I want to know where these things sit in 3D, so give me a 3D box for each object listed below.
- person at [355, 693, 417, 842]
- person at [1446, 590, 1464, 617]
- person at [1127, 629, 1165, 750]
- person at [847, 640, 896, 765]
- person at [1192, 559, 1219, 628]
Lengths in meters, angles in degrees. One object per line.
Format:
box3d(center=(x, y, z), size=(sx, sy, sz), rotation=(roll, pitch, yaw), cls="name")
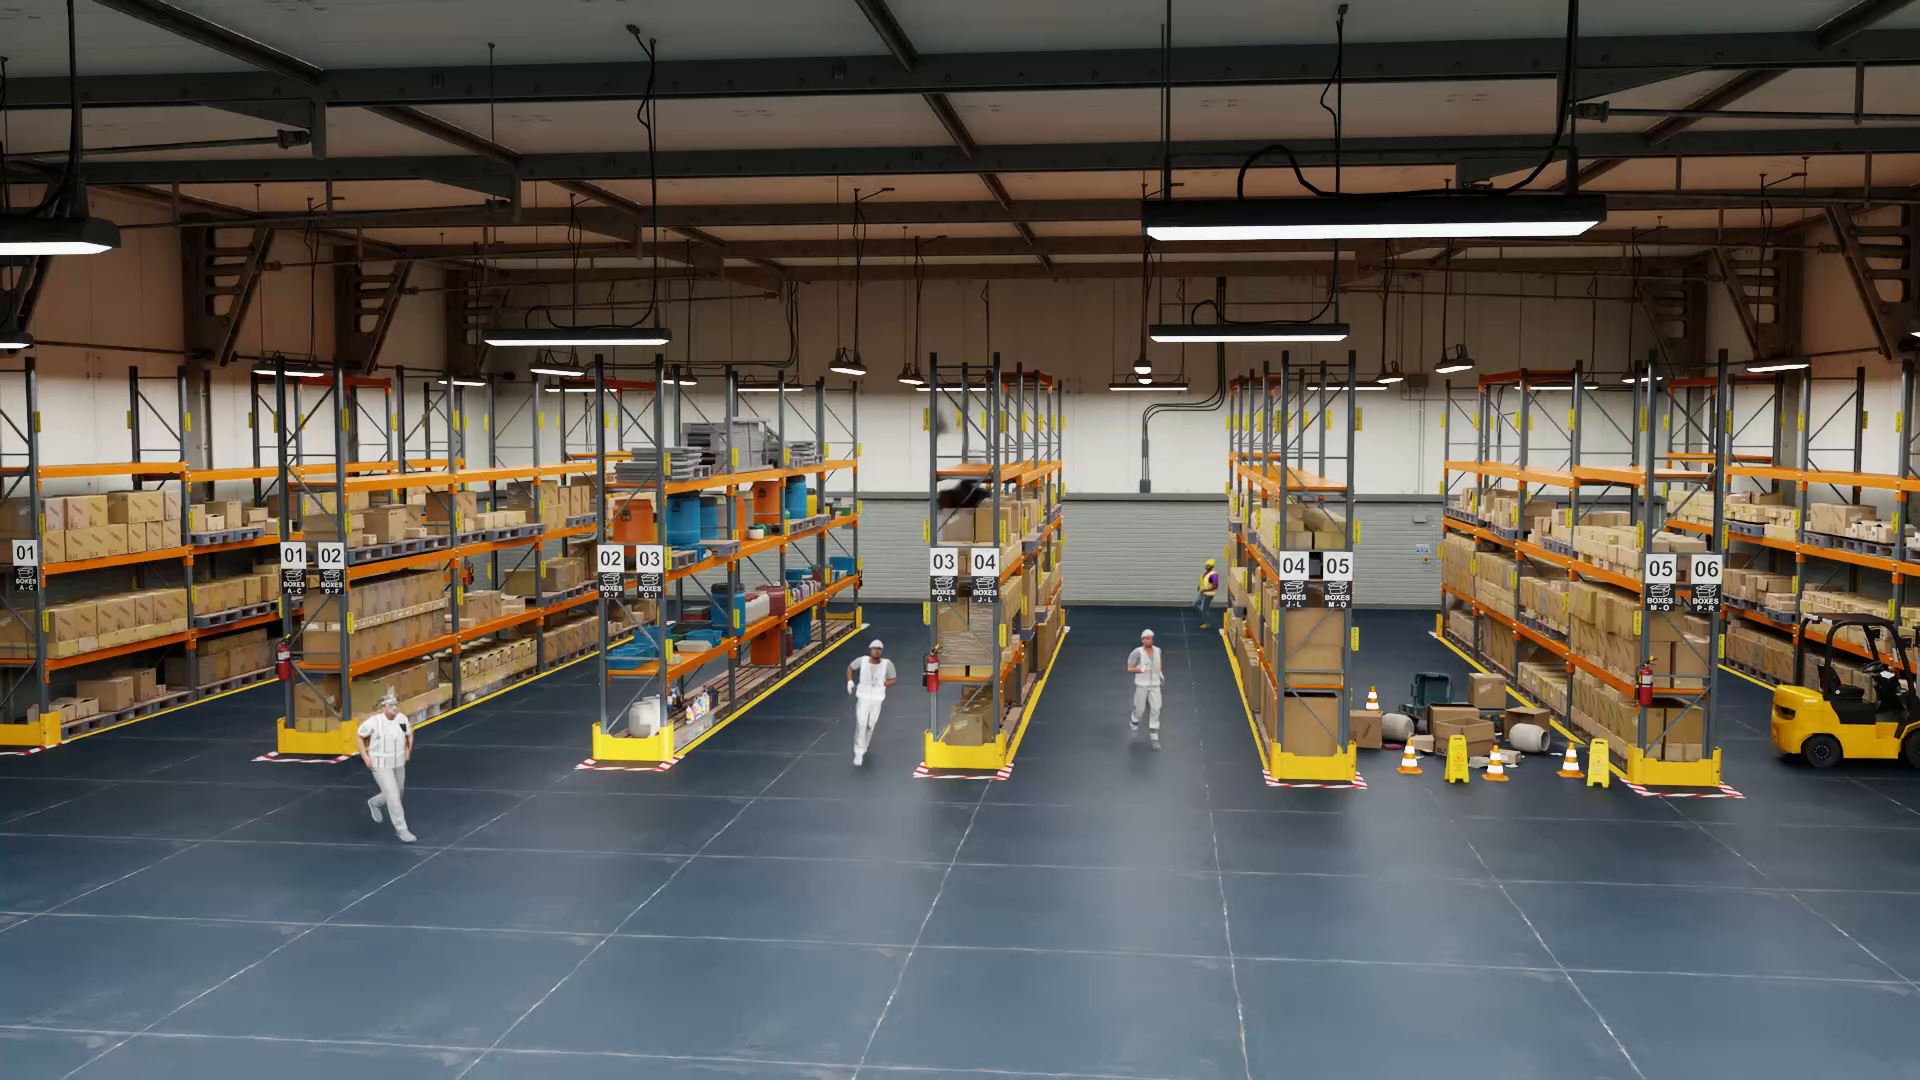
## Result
box3d(center=(-6.923, 2.710, 20.097), size=(0.978, 1.778, 0.686), rotation=(3, 5, 40), cls="person")
box3d(center=(11.906, 1.347, 39.898), size=(0.595, 1.676, 0.722), rotation=(2, 4, 23), cls="person")
box3d(center=(2.867, 2.266, 25.634), size=(0.663, 1.798, 0.944), rotation=(-1, 4, -14), cls="person")
box3d(center=(-1.310, 2.377, 24.690), size=(0.706, 1.810, 0.839), rotation=(-1, 4, -11), cls="person")
box3d(center=(5.938, 1.305, 40.197), size=(0.527, 1.707, 0.732), rotation=(-2, 4, -21), cls="person")
